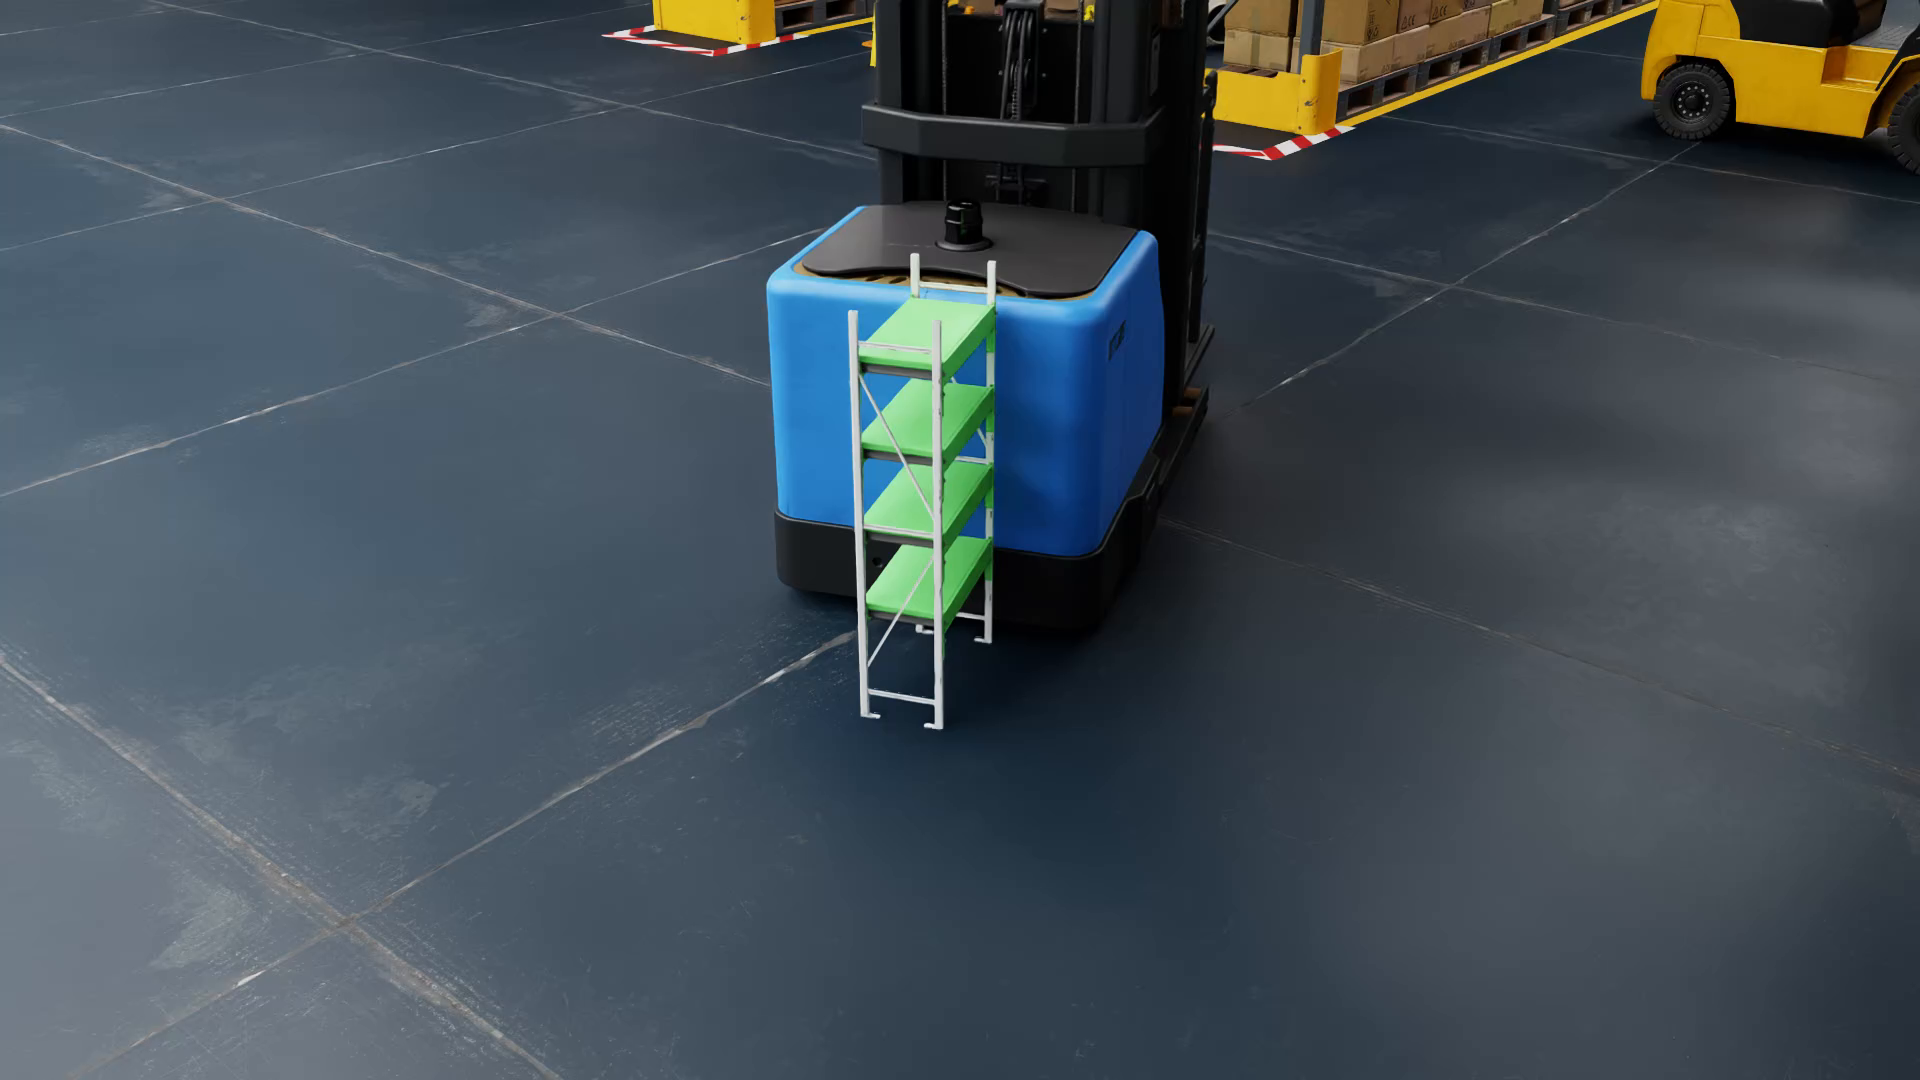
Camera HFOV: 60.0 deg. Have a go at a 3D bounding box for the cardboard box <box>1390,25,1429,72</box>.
[{"bbox_3d":[2.925,-3.470,11.635,0.500,0.250,0.500,22,35,36],"label":"cardboard box"}]

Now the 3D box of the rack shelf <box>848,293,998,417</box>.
[{"bbox_3d":[-0.090,-0.498,4.408,0.258,0.148,0.480,8,28,15],"label":"rack shelf"}]

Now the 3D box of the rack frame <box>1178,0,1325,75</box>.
[{"bbox_3d":[1.868,-4.121,10.358,1.000,3.000,0.127,21,34,34],"label":"rack frame"}]

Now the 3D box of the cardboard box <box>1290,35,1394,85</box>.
[{"bbox_3d":[2.594,-3.291,11.289,0.500,0.250,0.500,20,34,34],"label":"cardboard box"}]

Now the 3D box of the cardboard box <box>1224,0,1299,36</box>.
[{"bbox_3d":[2.176,-3.780,11.417,0.500,0.500,0.500,21,34,35],"label":"cardboard box"}]

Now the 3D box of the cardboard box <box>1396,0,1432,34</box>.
[{"bbox_3d":[2.938,-3.820,11.495,0.500,0.500,0.500,19,33,33],"label":"cardboard box"}]

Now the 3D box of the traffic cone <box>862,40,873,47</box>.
[{"bbox_3d":[-0.582,-4.178,13.229,0.336,0.463,0.334,21,34,34],"label":"traffic cone"}]

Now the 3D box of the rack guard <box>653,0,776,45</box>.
[{"bbox_3d":[-2.031,-4.413,13.643,1.175,0.500,0.348,21,34,34],"label":"rack guard"}]

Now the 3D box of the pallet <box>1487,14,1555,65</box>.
[{"bbox_3d":[4.012,-4.052,13.259,1.003,0.211,1.213,21,34,34],"label":"pallet"}]

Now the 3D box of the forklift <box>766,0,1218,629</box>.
[{"bbox_3d":[0.341,-1.693,5.738,1.130,2.935,3.031,8,28,15],"label":"forklift"}]

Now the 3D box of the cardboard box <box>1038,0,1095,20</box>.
[{"bbox_3d":[1.032,-4.375,13.565,0.797,0.503,0.637,0,27,0],"label":"cardboard box"}]

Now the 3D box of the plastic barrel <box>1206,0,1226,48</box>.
[{"bbox_3d":[2.014,-4.151,13.220,0.421,0.421,0.512,-5,28,-9],"label":"plastic barrel"}]

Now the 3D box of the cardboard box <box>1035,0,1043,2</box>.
[{"bbox_3d":[0.856,-4.588,14.236,0.258,0.266,0.396,-21,34,-35],"label":"cardboard box"}]

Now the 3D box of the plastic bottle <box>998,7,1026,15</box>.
[{"bbox_3d":[0.481,-4.591,14.463,0.283,0.061,0.133,9,29,17],"label":"plastic bottle"}]

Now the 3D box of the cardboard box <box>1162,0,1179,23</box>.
[{"bbox_3d":[1.620,-4.769,14.180,0.797,0.637,0.503,21,34,34],"label":"cardboard box"}]

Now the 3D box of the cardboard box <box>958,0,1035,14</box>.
[{"bbox_3d":[0.333,-4.991,14.756,0.500,0.500,0.500,-21,34,-35],"label":"cardboard box"}]

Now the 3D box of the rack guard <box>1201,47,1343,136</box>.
[{"bbox_3d":[1.916,-3.038,10.984,1.175,0.500,0.348,21,34,34],"label":"rack guard"}]

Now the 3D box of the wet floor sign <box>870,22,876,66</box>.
[{"bbox_3d":[-0.507,-3.897,12.487,0.267,0.644,0.232,15,31,26],"label":"wet floor sign"}]

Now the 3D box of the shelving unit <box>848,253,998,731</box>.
[{"bbox_3d":[-0.090,-0.129,4.599,0.258,1.200,0.503,8,28,15],"label":"shelving unit"}]

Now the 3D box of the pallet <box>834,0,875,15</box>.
[{"bbox_3d":[-0.791,-5.030,15.150,1.003,0.211,1.213,21,34,34],"label":"pallet"}]

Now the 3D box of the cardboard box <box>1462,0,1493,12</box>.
[{"bbox_3d":[3.597,-4.187,12.205,0.500,0.500,0.500,23,35,37],"label":"cardboard box"}]

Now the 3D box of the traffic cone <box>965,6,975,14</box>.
[{"bbox_3d":[0.073,-3.728,12.358,0.336,0.463,0.334,21,34,34],"label":"traffic cone"}]

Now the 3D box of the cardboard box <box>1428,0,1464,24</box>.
[{"bbox_3d":[3.264,-3.995,11.834,0.500,0.500,0.500,22,34,35],"label":"cardboard box"}]

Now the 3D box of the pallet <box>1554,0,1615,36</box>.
[{"bbox_3d":[4.906,-4.577,14.274,1.003,0.211,1.213,21,34,34],"label":"pallet"}]

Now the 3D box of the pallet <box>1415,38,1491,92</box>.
[{"bbox_3d":[3.237,-3.618,12.420,1.003,0.211,1.213,21,34,34],"label":"pallet"}]

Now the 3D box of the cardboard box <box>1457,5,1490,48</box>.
[{"bbox_3d":[3.586,-3.846,12.361,0.500,0.250,0.500,21,34,35],"label":"cardboard box"}]

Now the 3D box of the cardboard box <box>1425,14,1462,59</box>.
[{"bbox_3d":[3.262,-3.667,12.016,0.500,0.250,0.500,24,35,38],"label":"cardboard box"}]

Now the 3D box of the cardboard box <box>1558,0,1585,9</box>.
[{"bbox_3d":[4.744,-4.745,13.967,0.950,0.372,0.625,21,34,35],"label":"cardboard box"}]

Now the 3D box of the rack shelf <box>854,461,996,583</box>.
[{"bbox_3d":[-0.090,-0.072,4.629,0.258,0.148,0.480,8,28,15],"label":"rack shelf"}]

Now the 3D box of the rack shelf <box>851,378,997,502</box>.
[{"bbox_3d":[-0.090,-0.285,4.518,0.258,0.148,0.480,8,28,15],"label":"rack shelf"}]

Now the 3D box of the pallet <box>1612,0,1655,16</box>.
[{"bbox_3d":[5.682,-5.012,15.114,1.003,0.211,1.213,21,34,34],"label":"pallet"}]

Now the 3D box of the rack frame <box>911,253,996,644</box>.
[{"bbox_3d":[-0.018,-0.236,4.806,0.240,1.200,0.015,8,28,15],"label":"rack frame"}]

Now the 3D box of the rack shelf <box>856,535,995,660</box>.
[{"bbox_3d":[-0.090,0.141,4.739,0.258,0.148,0.480,8,28,15],"label":"rack shelf"}]

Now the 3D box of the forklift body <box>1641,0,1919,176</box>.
[{"bbox_3d":[5.499,-3.500,10.081,2.313,2.155,1.214,21,34,34],"label":"forklift body"}]

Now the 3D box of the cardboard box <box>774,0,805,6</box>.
[{"bbox_3d":[-1.636,-5.034,13.979,0.875,0.875,0.875,21,34,35],"label":"cardboard box"}]

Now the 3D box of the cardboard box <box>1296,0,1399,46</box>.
[{"bbox_3d":[2.609,-3.633,11.134,0.500,0.500,0.500,19,33,33],"label":"cardboard box"}]

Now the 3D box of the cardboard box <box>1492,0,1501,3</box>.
[{"bbox_3d":[3.921,-4.368,12.555,0.500,0.500,0.500,21,34,35],"label":"cardboard box"}]

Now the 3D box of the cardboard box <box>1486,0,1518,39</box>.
[{"bbox_3d":[3.913,-4.025,12.707,0.500,0.250,0.500,20,33,33],"label":"cardboard box"}]

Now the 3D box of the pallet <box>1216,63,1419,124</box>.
[{"bbox_3d":[2.460,-3.187,11.587,1.003,0.211,1.213,21,34,34],"label":"pallet"}]

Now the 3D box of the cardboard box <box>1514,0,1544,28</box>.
[{"bbox_3d":[4.244,-4.216,13.077,0.500,0.250,0.500,23,35,37],"label":"cardboard box"}]

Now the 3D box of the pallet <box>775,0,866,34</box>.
[{"bbox_3d":[-1.568,-4.600,14.318,1.003,0.211,1.213,21,34,34],"label":"pallet"}]

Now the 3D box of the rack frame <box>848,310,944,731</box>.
[{"bbox_3d":[-0.162,-0.022,4.392,0.240,1.200,0.015,8,28,15],"label":"rack frame"}]

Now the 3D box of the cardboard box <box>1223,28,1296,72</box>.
[{"bbox_3d":[2.190,-3.460,11.615,0.500,0.250,0.500,21,34,34],"label":"cardboard box"}]

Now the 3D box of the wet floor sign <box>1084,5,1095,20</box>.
[{"bbox_3d":[0.921,-3.321,11.373,0.232,0.644,0.267,-15,31,-27],"label":"wet floor sign"}]

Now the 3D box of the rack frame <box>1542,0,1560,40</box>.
[{"bbox_3d":[4.412,-5.539,13.099,1.000,3.000,0.127,21,34,34],"label":"rack frame"}]
